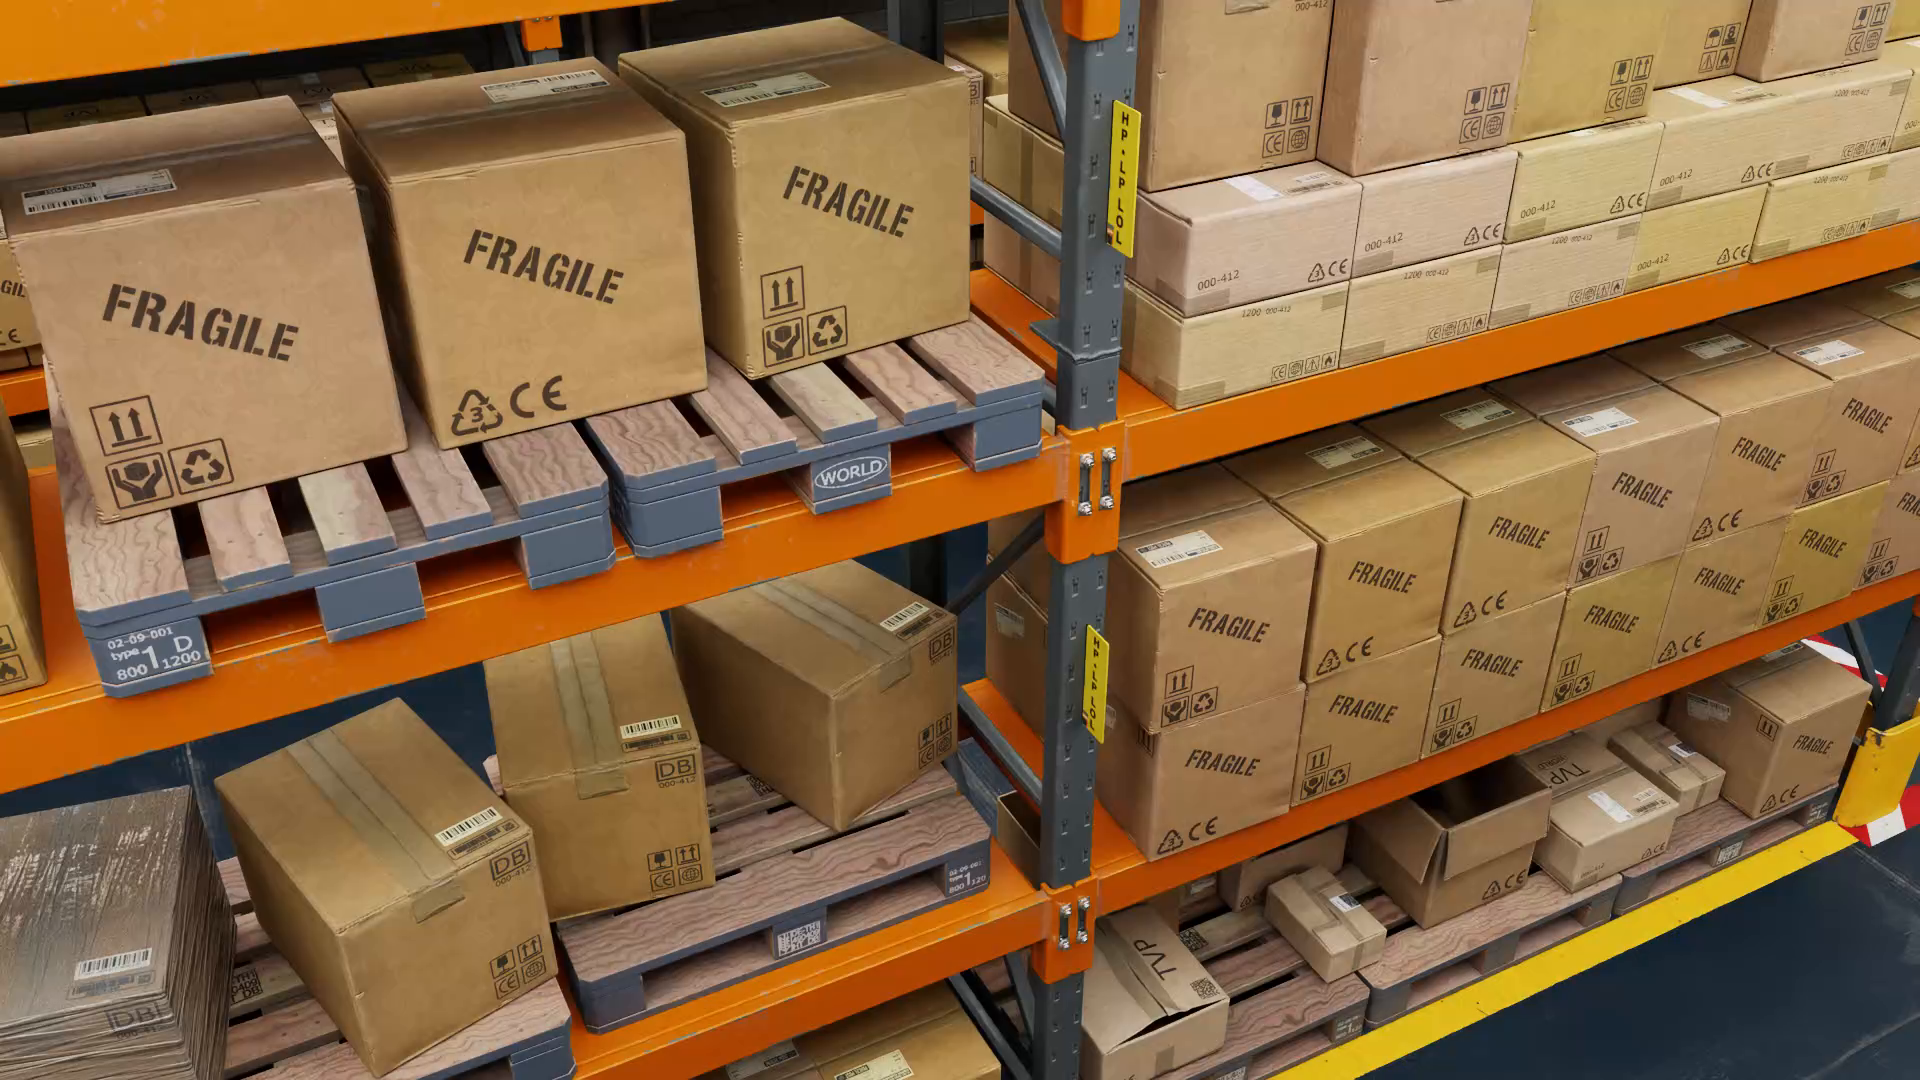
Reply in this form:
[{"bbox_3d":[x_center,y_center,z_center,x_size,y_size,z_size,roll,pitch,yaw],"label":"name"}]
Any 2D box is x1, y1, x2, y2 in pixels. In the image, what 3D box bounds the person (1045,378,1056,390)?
[{"bbox_3d":[0.468,-0.500,8.791,0.599,0.888,0.903,-16,36,-23],"label":"person"}]
